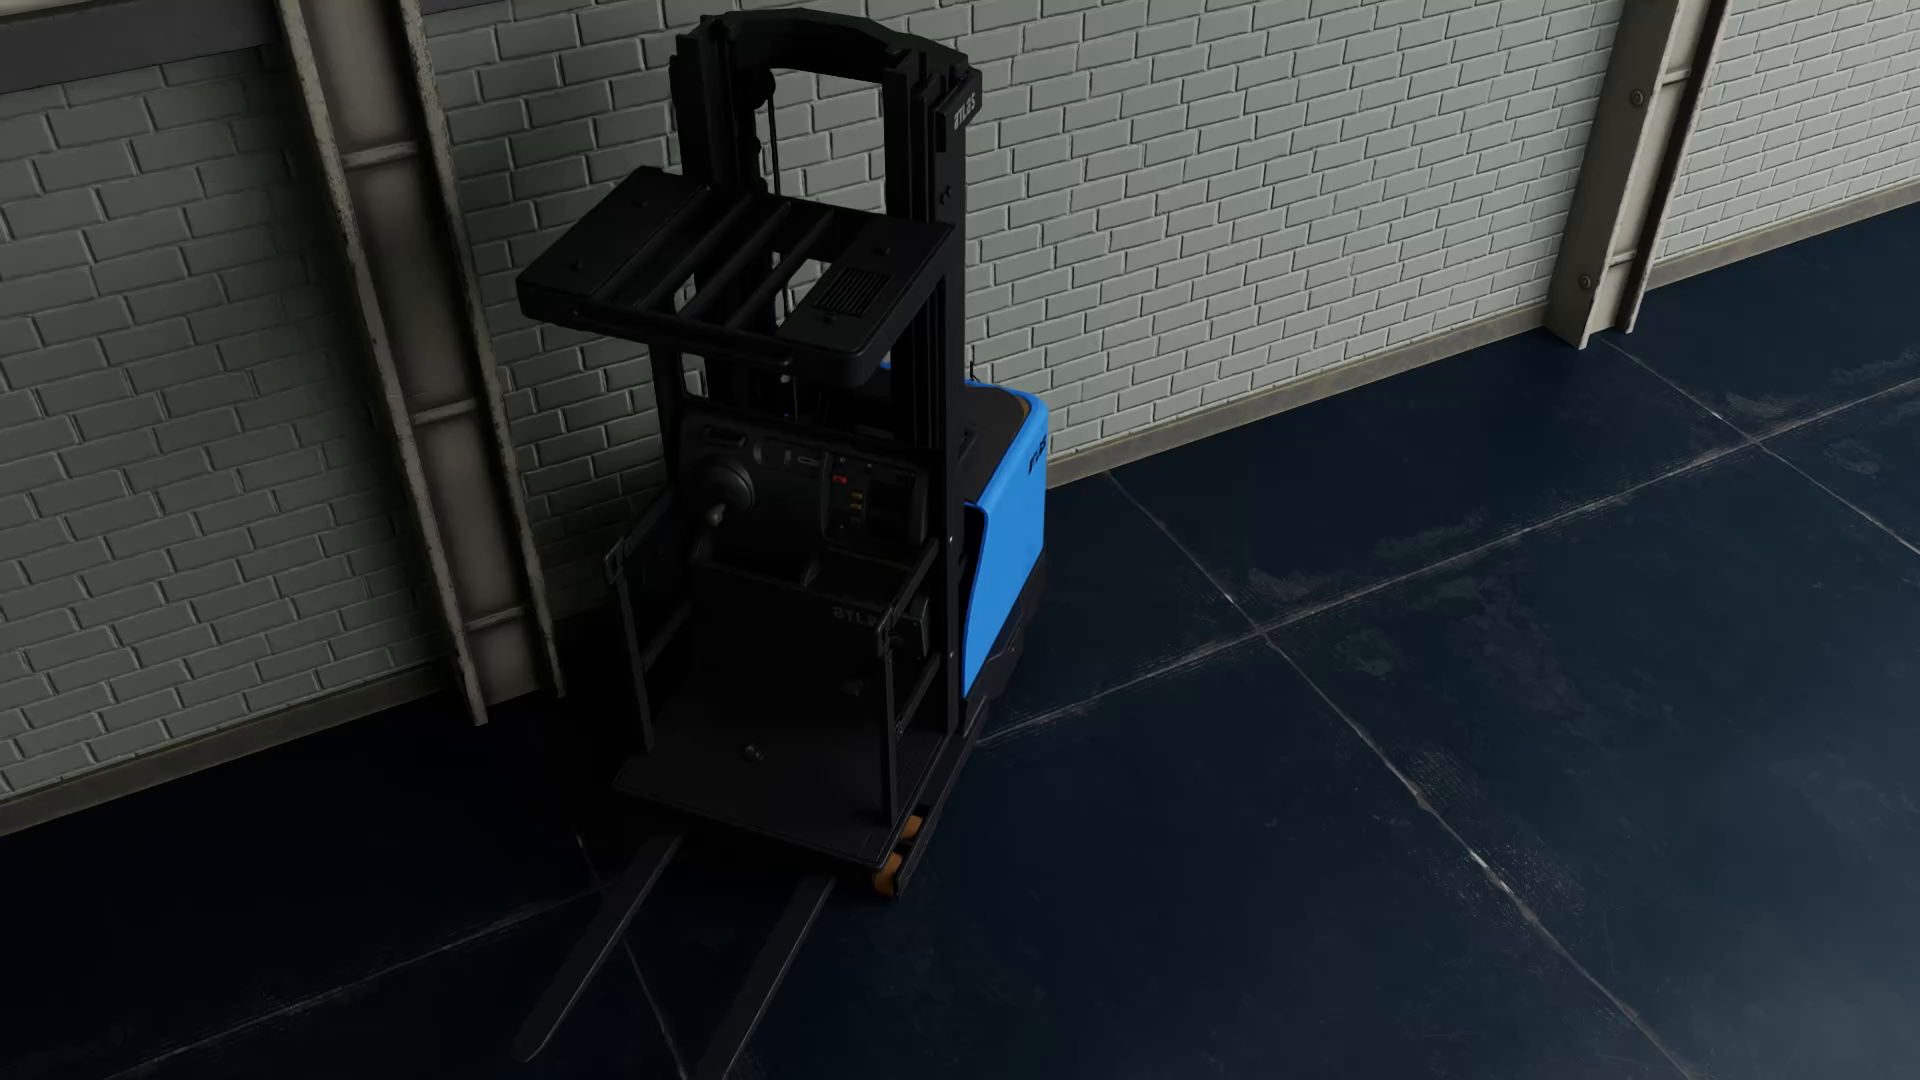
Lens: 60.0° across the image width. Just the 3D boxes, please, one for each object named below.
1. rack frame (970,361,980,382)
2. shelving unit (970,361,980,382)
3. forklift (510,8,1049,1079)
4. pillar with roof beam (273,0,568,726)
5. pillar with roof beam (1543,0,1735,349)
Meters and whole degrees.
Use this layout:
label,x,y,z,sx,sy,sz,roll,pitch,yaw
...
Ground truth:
label,x,y,z,sx,sy,sz,roll,pitch,yaw
rack frame,0.102,-0.373,7.483,0.006,0.900,0.240,-19,44,-21
shelving unit,0.013,-0.342,7.447,0.210,0.900,0.258,-19,44,-21
forklift,-0.620,-0.105,5.594,1.130,2.935,3.031,14,42,16
pillar with roof beam,0.100,-0.348,1.185,0.400,9.000,9.100,-19,44,-21
pillar with roof beam,5.422,-2.138,3.300,0.400,9.000,9.100,-19,44,-21
